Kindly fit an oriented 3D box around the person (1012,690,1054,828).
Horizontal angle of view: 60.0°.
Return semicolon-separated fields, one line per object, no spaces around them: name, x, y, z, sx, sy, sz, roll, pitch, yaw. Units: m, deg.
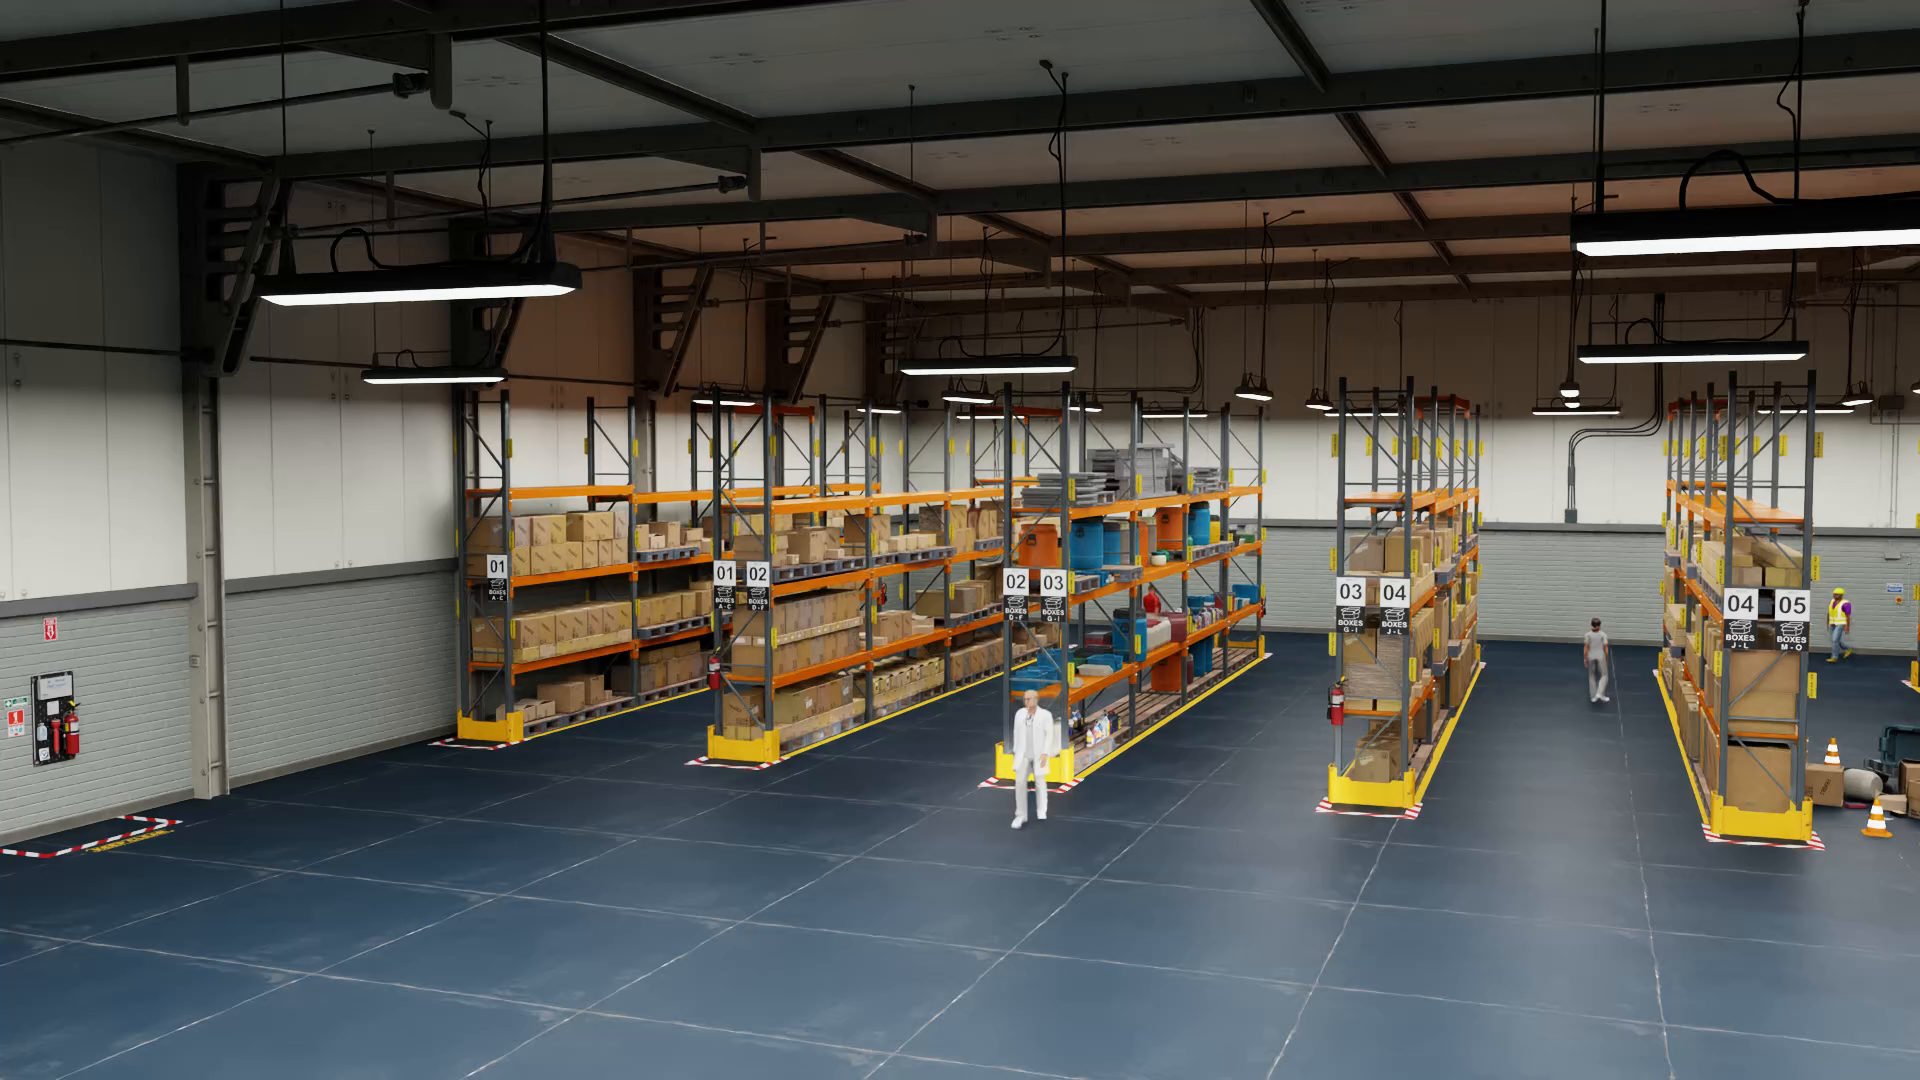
person;0.943;2.887;22.157;0.608;1.758;0.909;1;3;19

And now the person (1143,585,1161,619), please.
person;4.688;1.922;40.137;0.554;1.703;0.801;3;4;44

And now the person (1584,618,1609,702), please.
person;12.546;2.370;32.765;0.494;1.669;0.534;1;3;21

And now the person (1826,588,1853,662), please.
person;20.584;1.980;38.898;0.851;1.743;0.583;-1;3;-16
